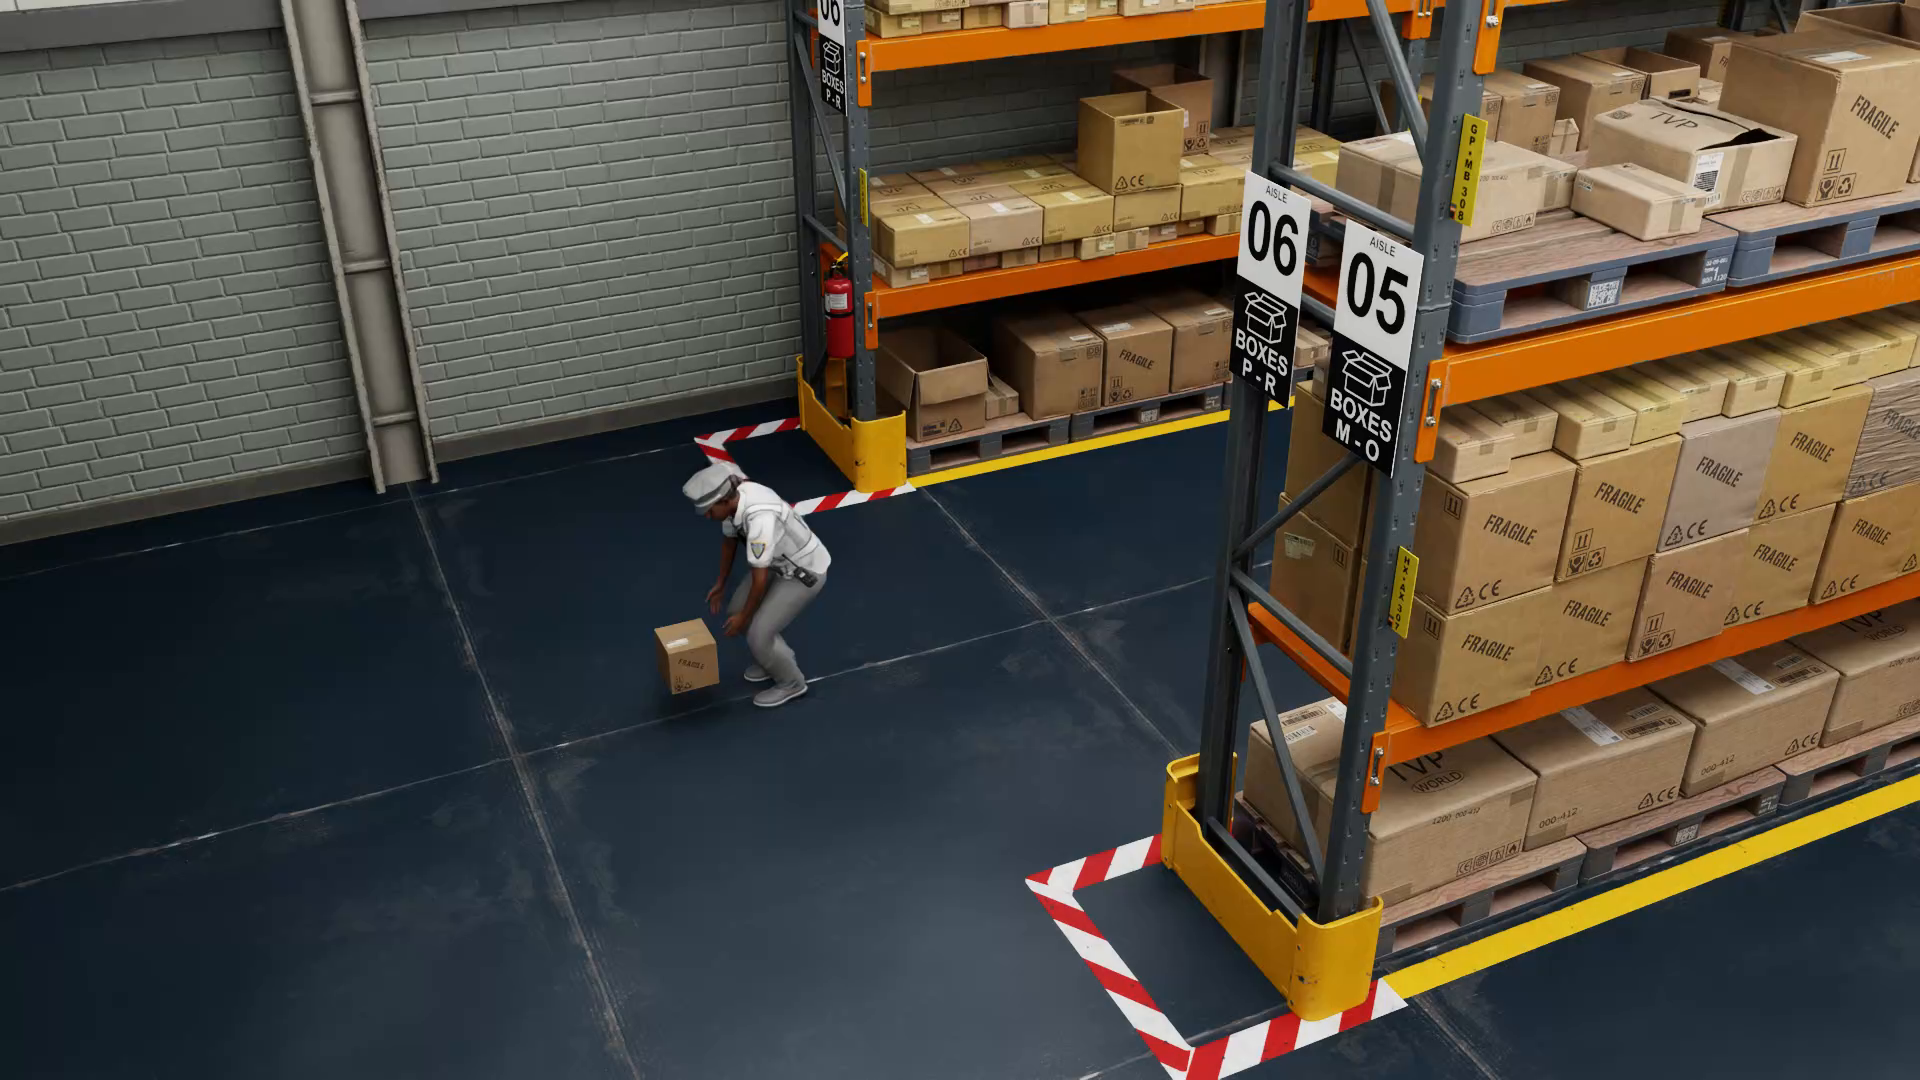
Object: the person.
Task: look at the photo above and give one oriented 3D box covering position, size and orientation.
[{"bbox_3d":[-1.001,0.209,8.393,0.724,1.360,0.496,-13,32,-22],"label":"person"}]
